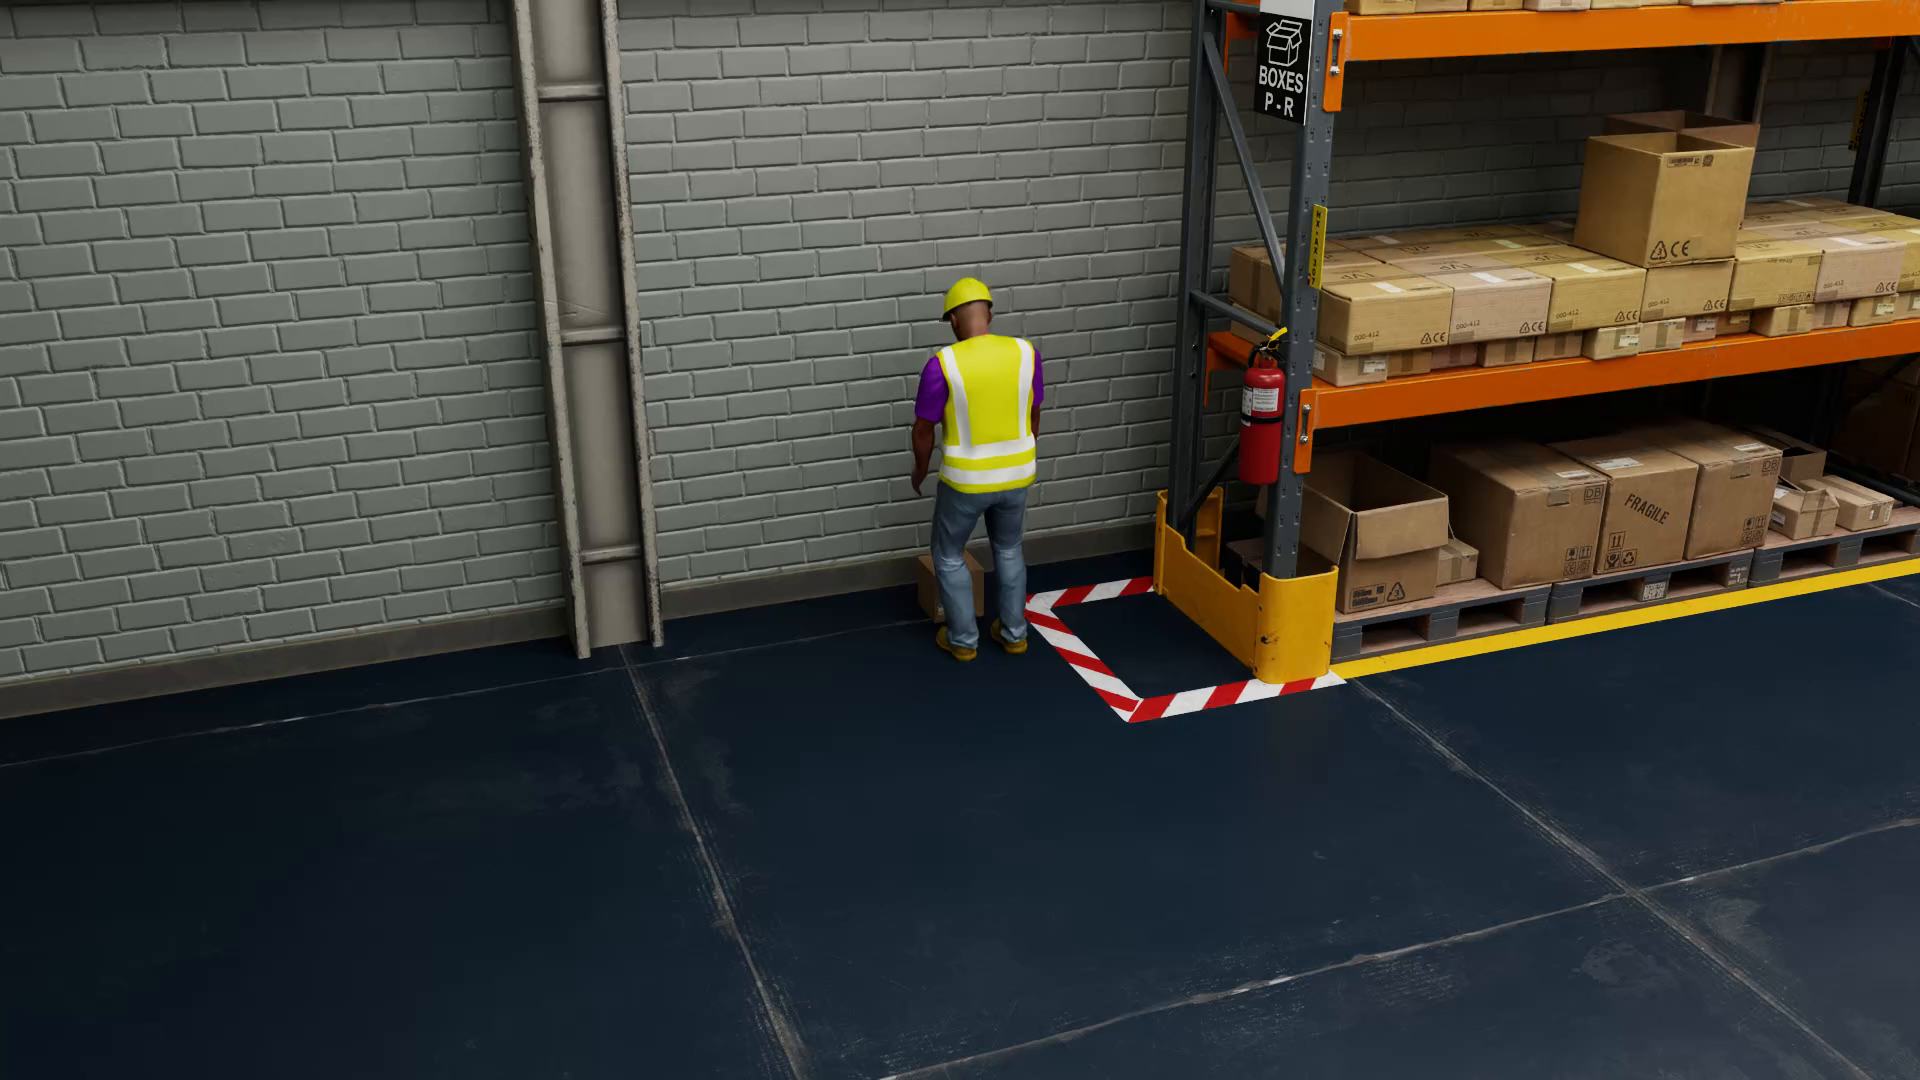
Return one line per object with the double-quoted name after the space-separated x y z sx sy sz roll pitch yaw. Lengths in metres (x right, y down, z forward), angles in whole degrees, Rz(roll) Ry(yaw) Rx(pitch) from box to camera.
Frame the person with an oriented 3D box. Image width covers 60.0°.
0.052 -0.222 7.428 0.627 1.517 0.687 -8 24 -19 "person"
